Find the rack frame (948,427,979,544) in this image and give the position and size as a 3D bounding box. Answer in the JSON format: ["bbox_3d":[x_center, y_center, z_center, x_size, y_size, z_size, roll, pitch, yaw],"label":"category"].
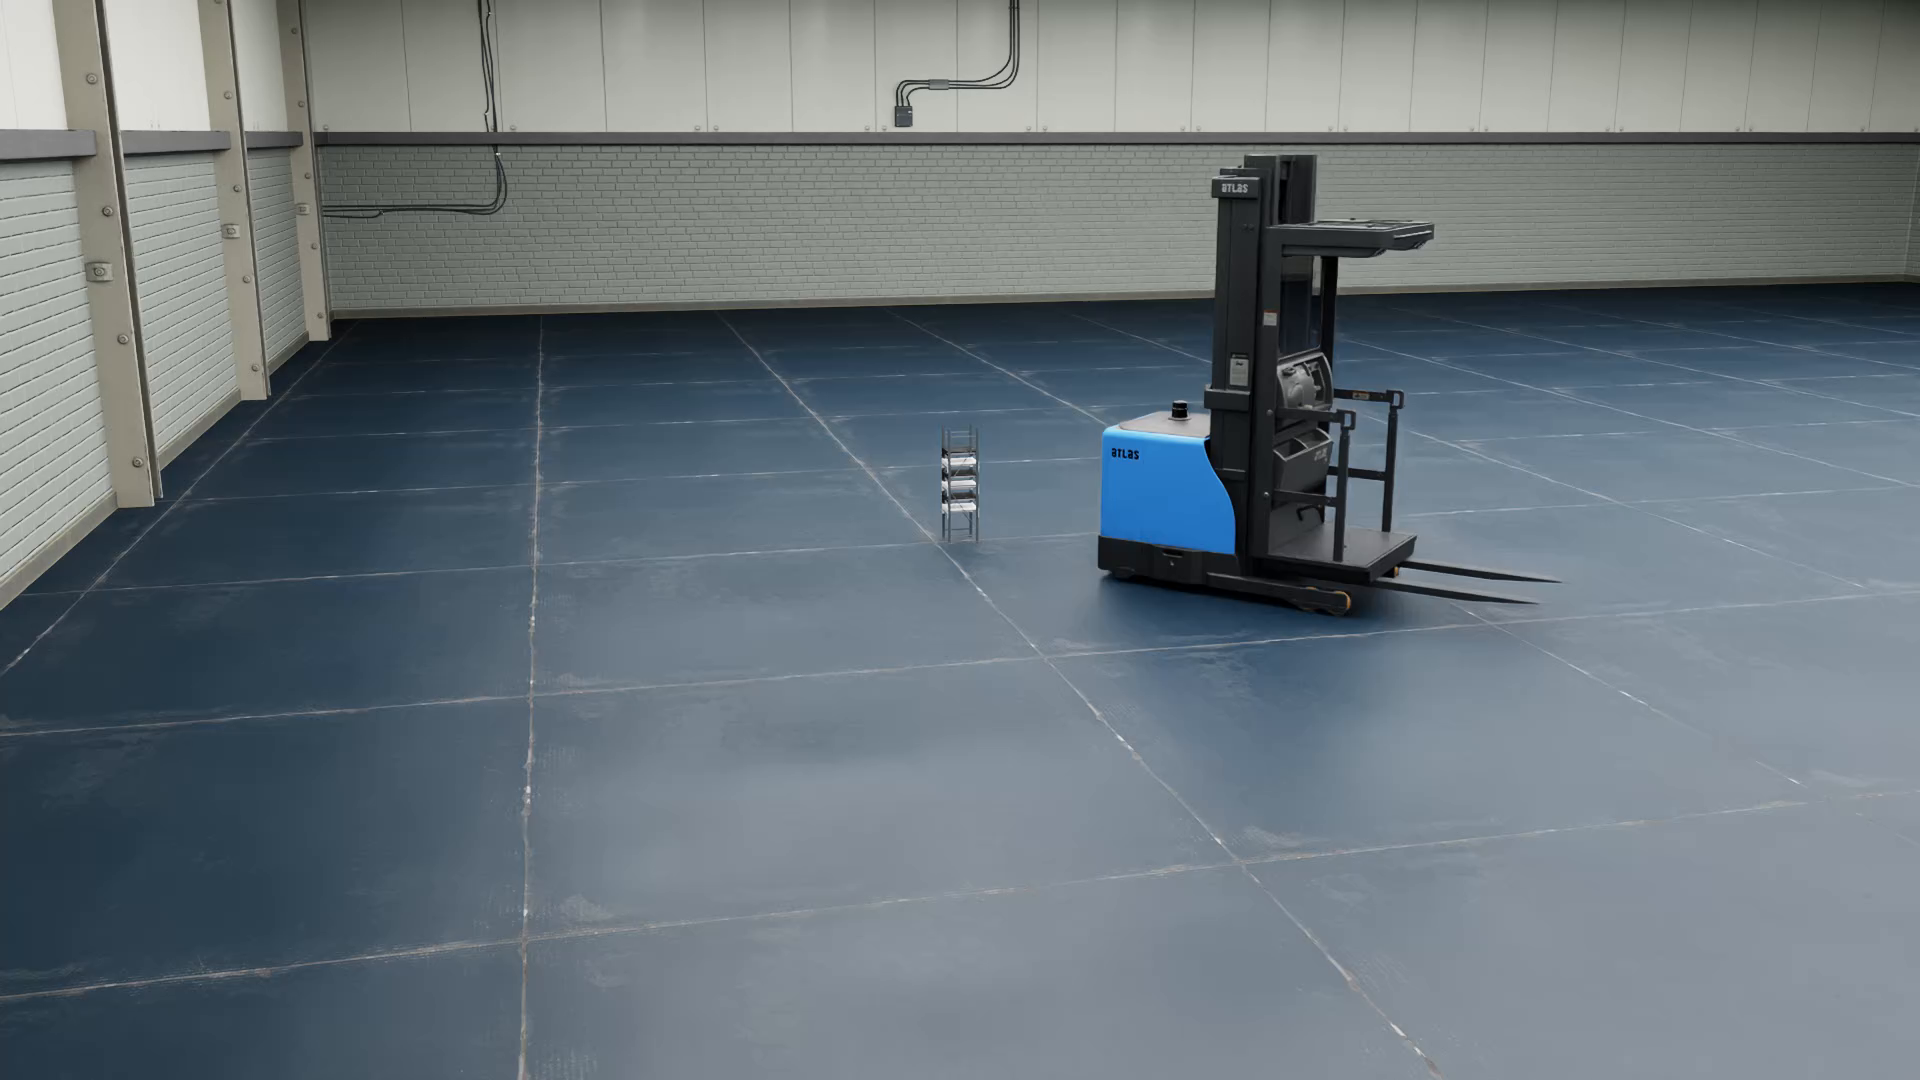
[{"bbox_3d":[0.026,-0.412,12.717,0.240,0.900,0.006,-3,14,-13],"label":"rack frame"}]

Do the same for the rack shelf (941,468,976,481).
[{"bbox_3d":[0.002,-0.490,12.799,0.258,0.077,0.200,-3,14,-13],"label":"rack shelf"}]

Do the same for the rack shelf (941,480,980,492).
[{"bbox_3d":[0.002,-0.403,12.820,0.258,0.077,0.200,-3,14,-13],"label":"rack shelf"}]

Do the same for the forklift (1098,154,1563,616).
[{"bbox_3d":[2.501,-1.069,11.127,3.031,2.935,1.130,8,16,31],"label":"forklift"}]

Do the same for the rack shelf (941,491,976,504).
[{"bbox_3d":[0.002,-0.315,12.842,0.258,0.077,0.200,-3,14,-13],"label":"rack shelf"}]

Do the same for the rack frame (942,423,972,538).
[{"bbox_3d":[-0.022,-0.459,12.909,0.240,0.900,0.006,-3,14,-13],"label":"rack frame"}]

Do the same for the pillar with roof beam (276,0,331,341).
[{"bbox_3d":[-5.673,-7.703,25.495,9.100,9.000,0.400,-3,14,-13],"label":"pillar with roof beam"}]

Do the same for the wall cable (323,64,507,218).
[{"bbox_3d":[-9.264,-6.708,27.964,3.097,2.526,0.112,-3,14,-13],"label":"wall cable"}]

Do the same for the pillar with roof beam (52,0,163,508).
[{"bbox_3d":[-2.854,-4.934,14.164,9.100,9.000,0.400,-3,14,-13],"label":"pillar with roof beam"}]

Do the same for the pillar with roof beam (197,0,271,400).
[{"bbox_3d":[-4.263,-6.319,19.829,9.100,9.000,0.400,-3,14,-13],"label":"pillar with roof beam"}]

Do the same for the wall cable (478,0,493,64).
[{"bbox_3d":[-6.634,-9.312,27.982,3.097,2.526,0.112,-3,14,-13],"label":"wall cable"}]

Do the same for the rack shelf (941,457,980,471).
[{"bbox_3d":[0.002,-0.578,12.778,0.258,0.077,0.200,-3,14,-13],"label":"rack shelf"}]

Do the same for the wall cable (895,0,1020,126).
[{"bbox_3d":[-0.032,-10.394,29.343,2.305,6.003,0.169,-3,14,-13],"label":"wall cable"}]

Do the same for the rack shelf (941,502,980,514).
[{"bbox_3d":[0.002,-0.228,12.863,0.258,0.077,0.200,-3,14,-13],"label":"rack shelf"}]

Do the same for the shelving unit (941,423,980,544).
[{"bbox_3d":[0.002,-0.435,12.813,0.258,0.900,0.210,-3,14,-13],"label":"shelving unit"}]

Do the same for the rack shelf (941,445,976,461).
[{"bbox_3d":[0.002,-0.665,12.756,0.258,0.077,0.200,-3,14,-13],"label":"rack shelf"}]
